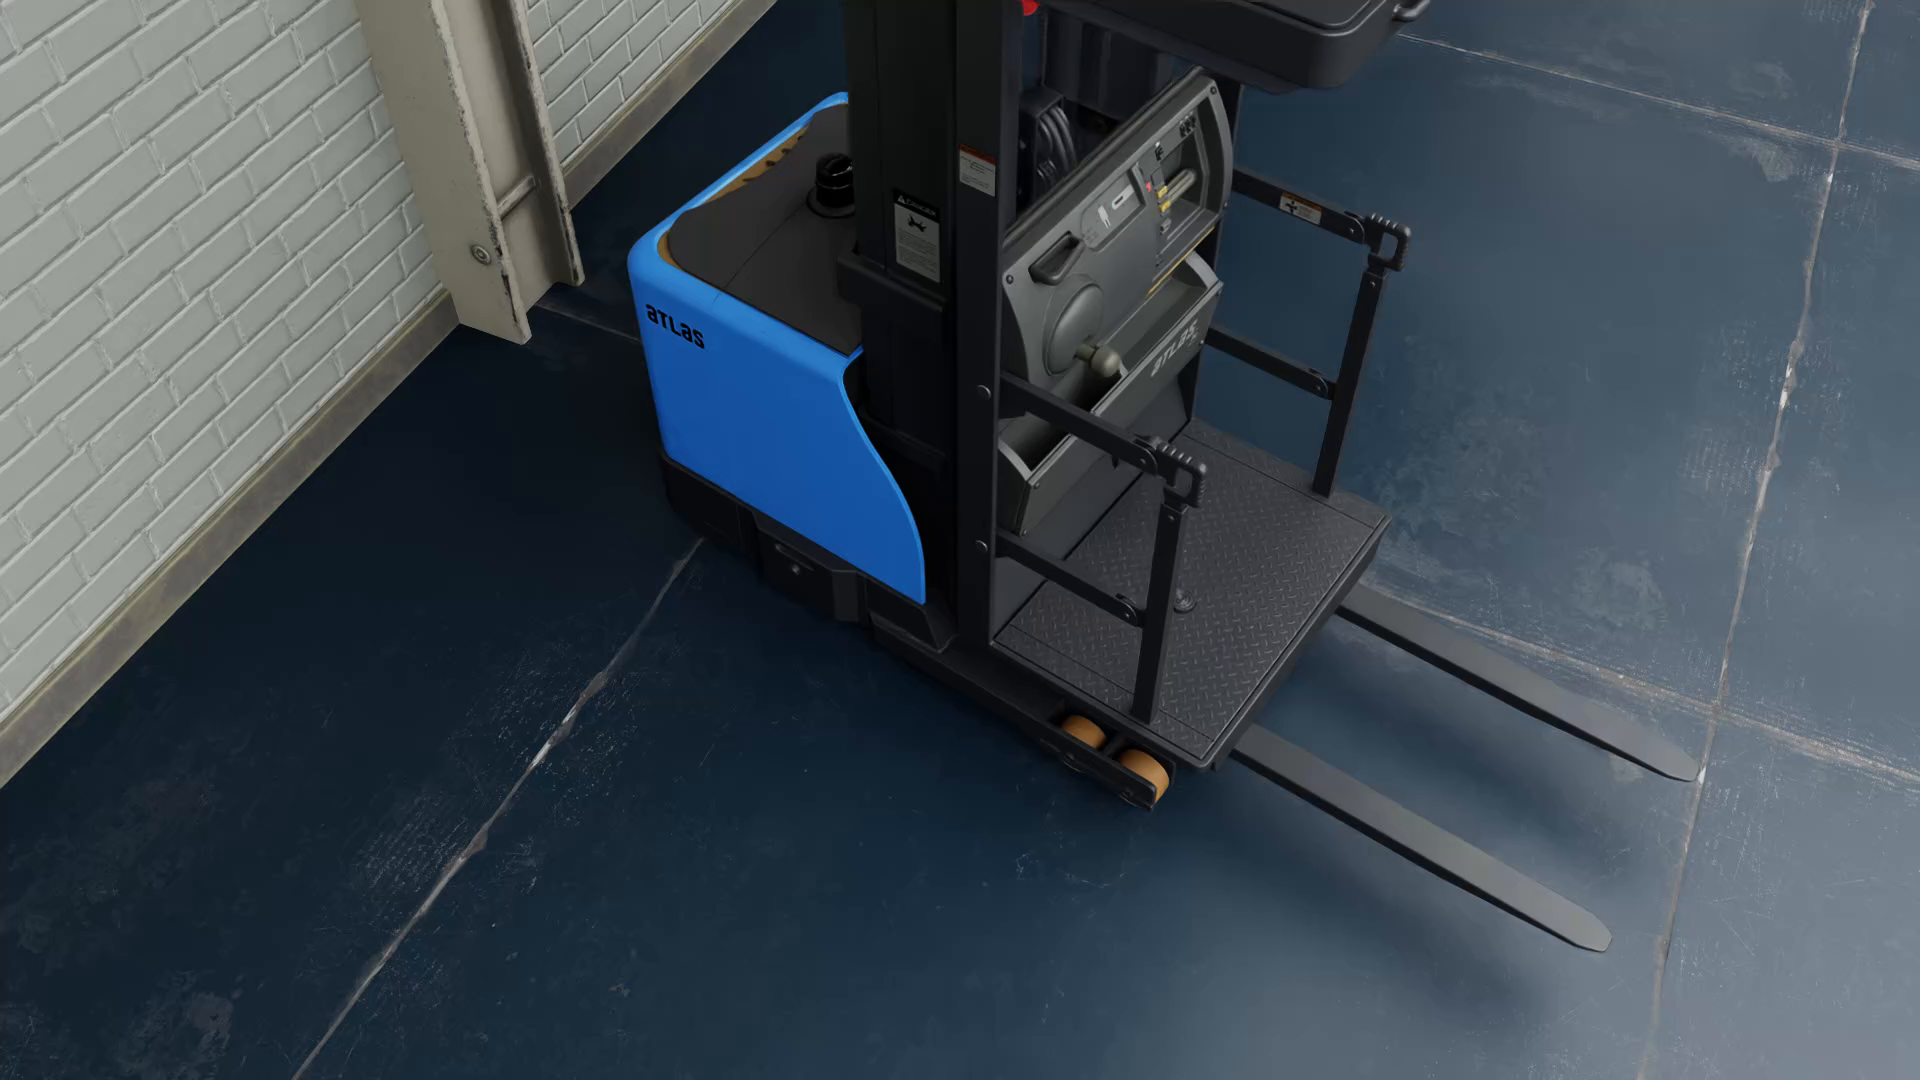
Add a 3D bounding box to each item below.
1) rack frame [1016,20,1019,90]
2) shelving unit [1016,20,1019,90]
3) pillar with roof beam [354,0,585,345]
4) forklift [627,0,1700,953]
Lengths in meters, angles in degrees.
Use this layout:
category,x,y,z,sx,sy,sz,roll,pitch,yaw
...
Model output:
category,x,y,z,sx,sy,sz,roll,pitch,yaw
rack frame,0.147,-1.314,5.580,0.015,1.200,0.240,-10,50,-8
shelving unit,-0.091,-1.271,5.544,0.503,1.200,0.258,-10,50,-8
pillar with roof beam,2.307,-2.386,1.371,9.100,9.000,0.400,20,52,16
forklift,0.561,-0.674,3.899,3.031,2.935,1.130,29,56,22
